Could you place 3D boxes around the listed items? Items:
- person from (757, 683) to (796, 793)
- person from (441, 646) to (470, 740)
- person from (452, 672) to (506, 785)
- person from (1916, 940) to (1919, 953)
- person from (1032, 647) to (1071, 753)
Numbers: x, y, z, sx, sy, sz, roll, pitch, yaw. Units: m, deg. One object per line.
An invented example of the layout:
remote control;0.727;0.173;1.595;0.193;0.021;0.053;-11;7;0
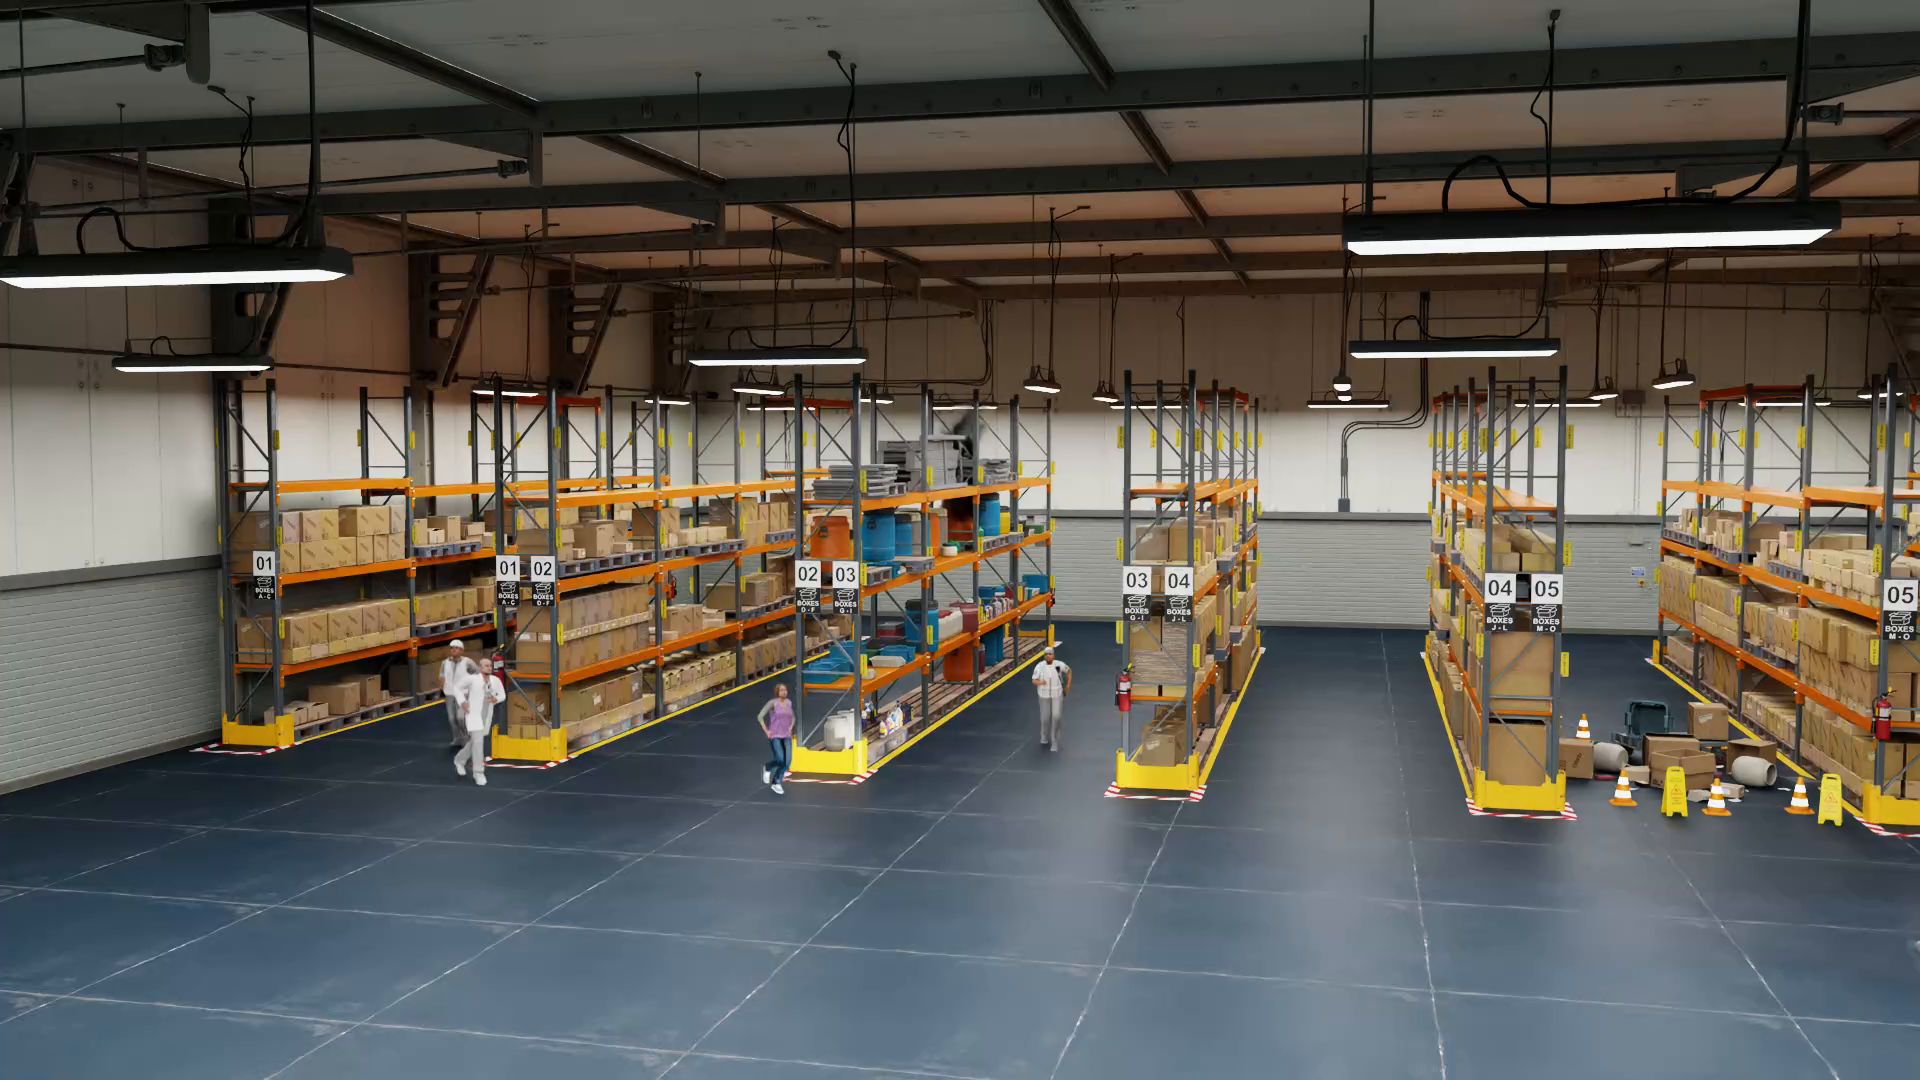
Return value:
person;-2.579;2.825;23.699;0.544;1.545;0.502;-3;4;-39
person;-8.133;2.486;26.940;0.529;1.629;0.613;0;3;3
person;-7.102;2.749;24.658;0.973;1.599;0.708;3;5;41
person;9.038;3.245;14.899;0.673;1.743;0.756;-3;5;-44
person;1.483;2.565;26.923;0.608;1.704;0.868;1;3;8
